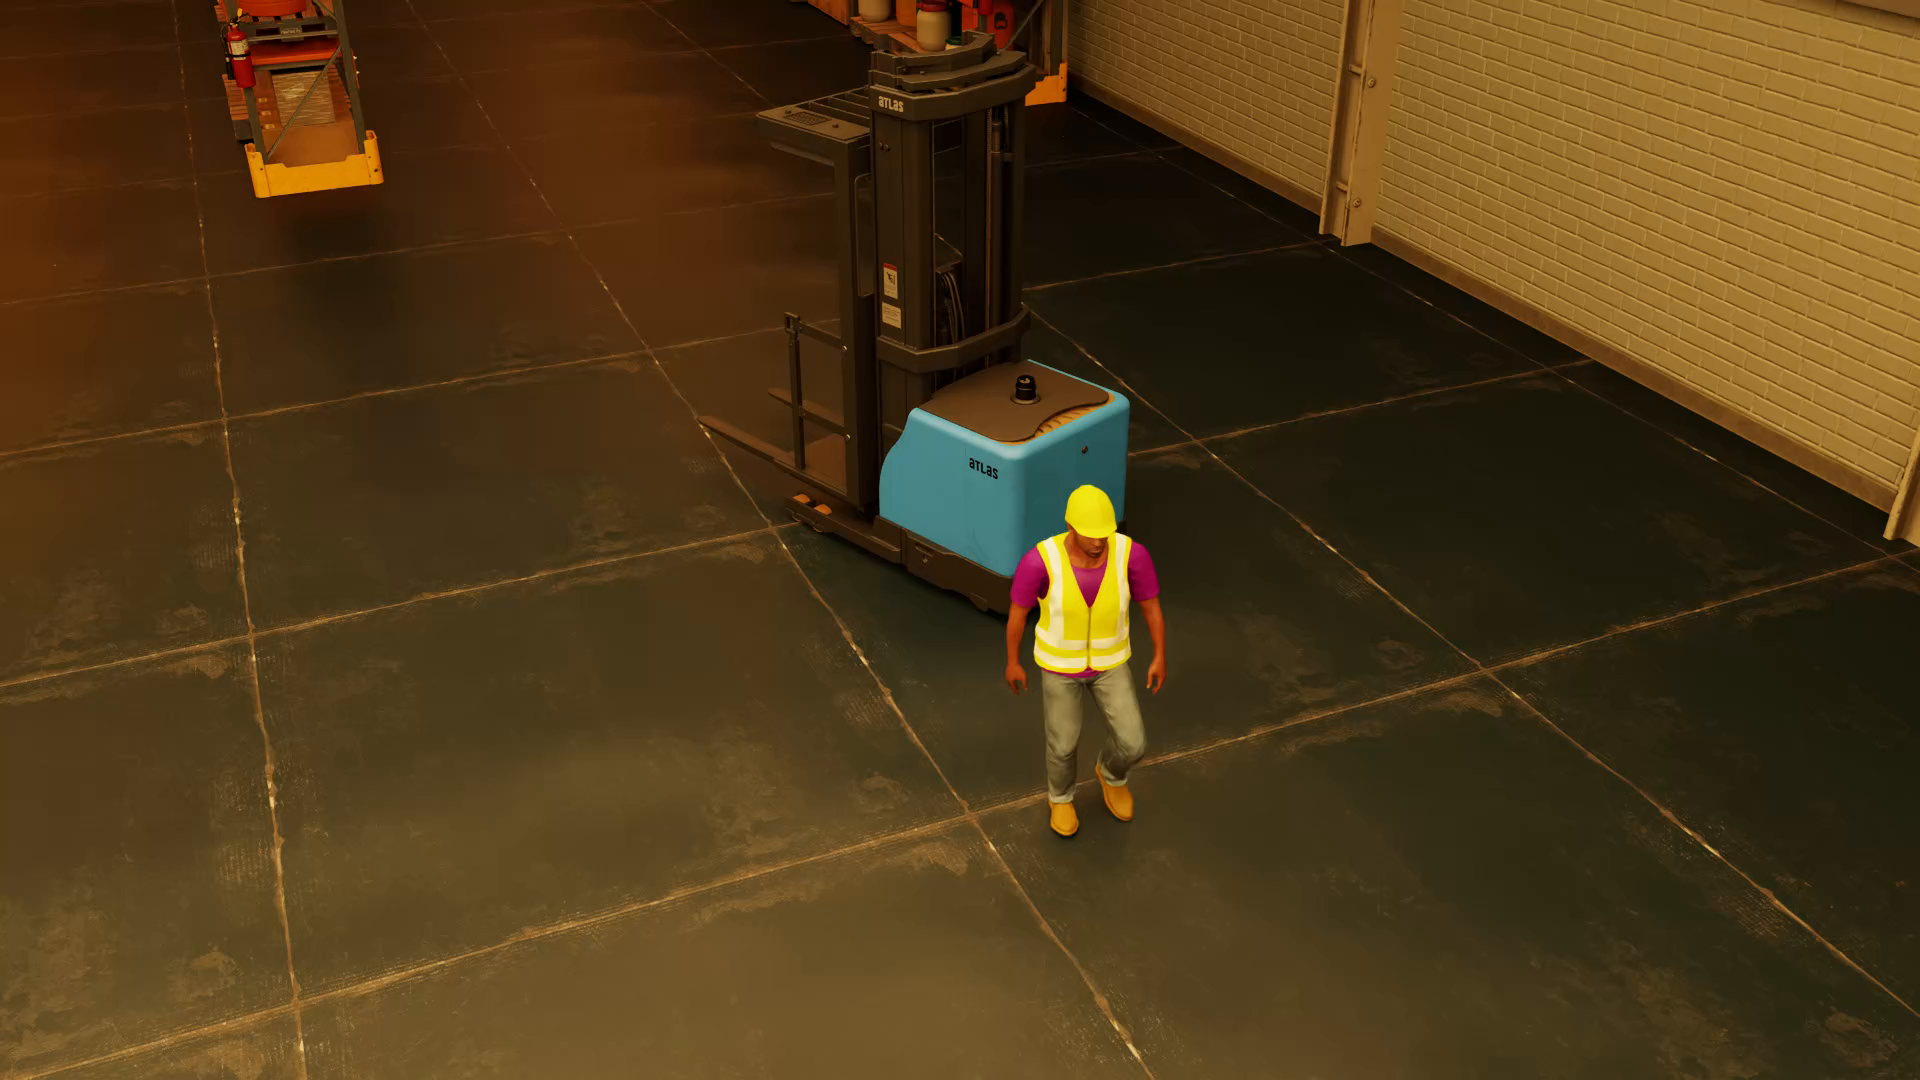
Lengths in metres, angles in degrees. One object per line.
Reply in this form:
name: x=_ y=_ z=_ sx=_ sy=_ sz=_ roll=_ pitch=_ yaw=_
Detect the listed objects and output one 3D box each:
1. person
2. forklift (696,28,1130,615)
person: x=0.567 y=0.561 z=7.335 sx=0.714 sy=1.747 sz=0.470 roll=-4 pitch=30 yaw=-6
forklift: x=-0.436 y=-1.483 z=9.714 sx=3.031 sy=2.935 sz=1.130 roll=26 pitch=39 yaw=37
